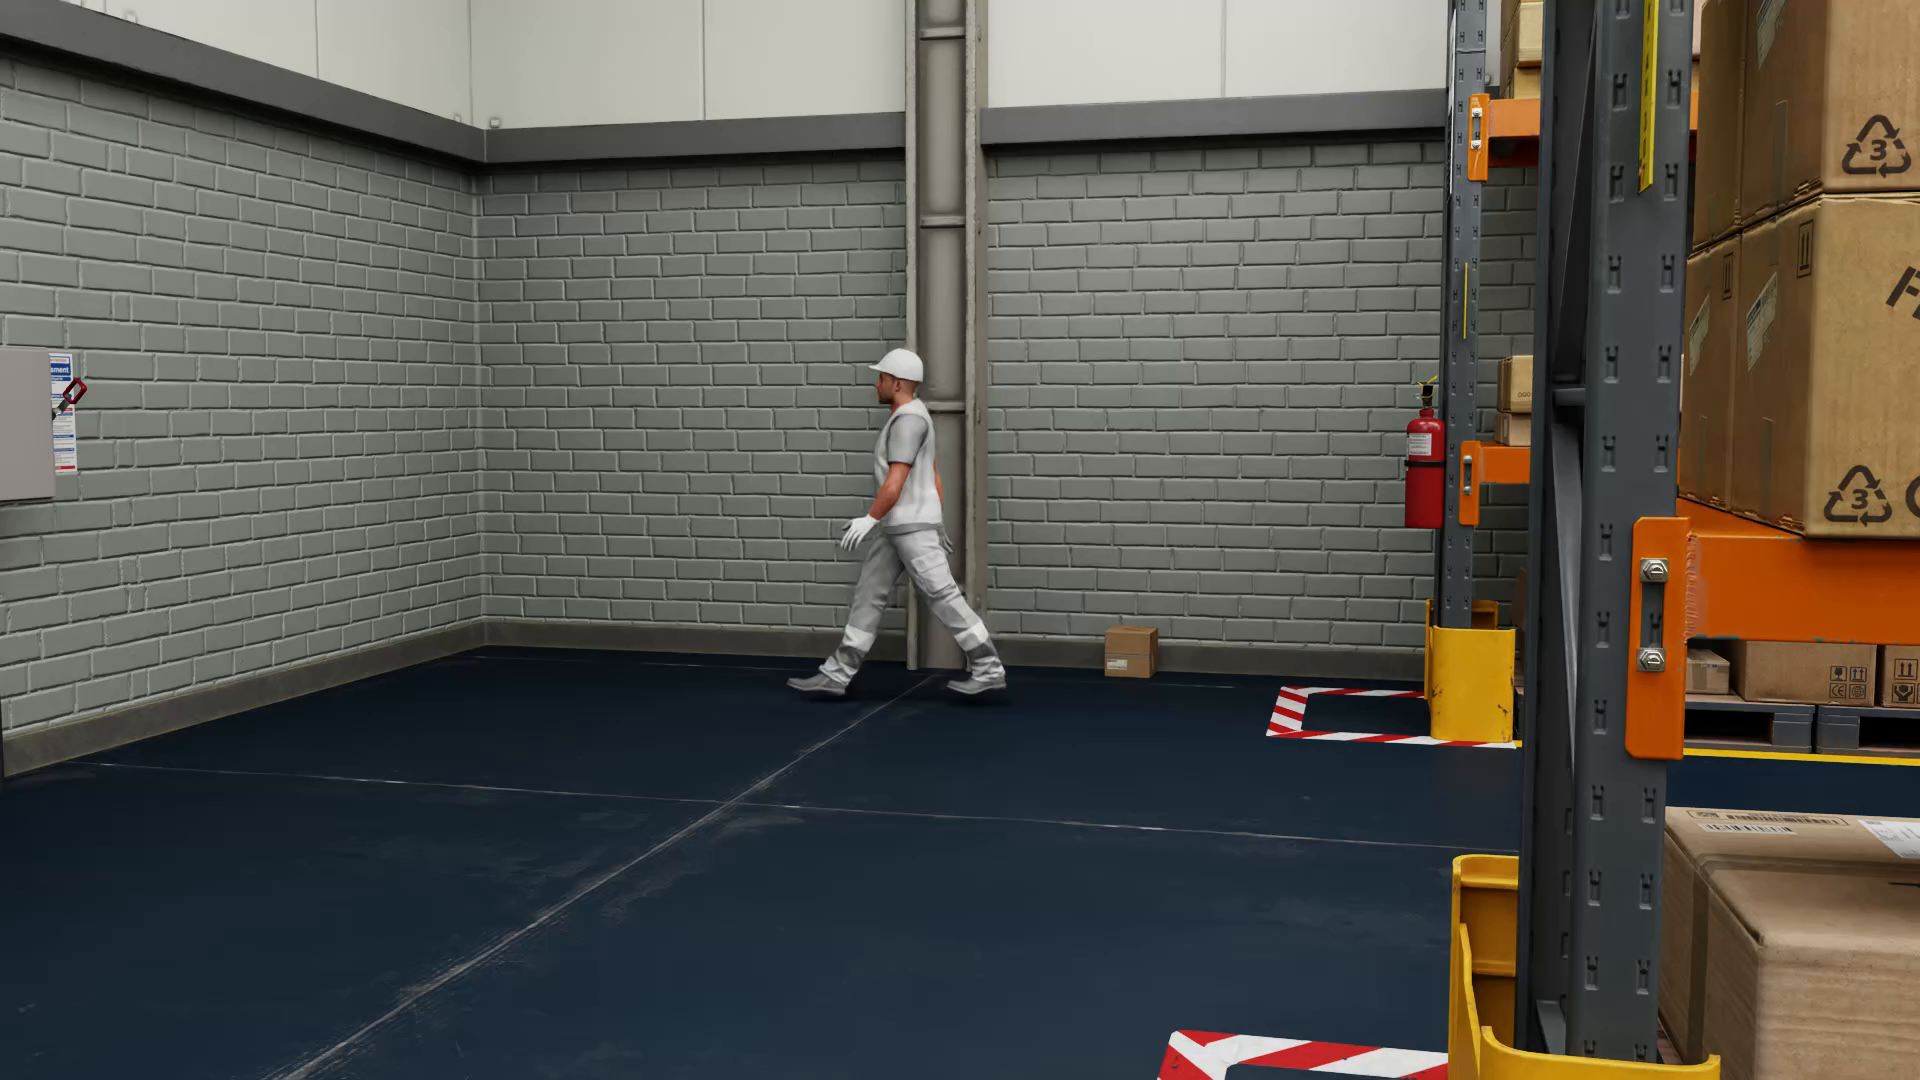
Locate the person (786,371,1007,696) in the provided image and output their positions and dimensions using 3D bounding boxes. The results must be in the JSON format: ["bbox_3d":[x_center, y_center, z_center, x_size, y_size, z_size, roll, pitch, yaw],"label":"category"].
[{"bbox_3d":[-0.318,-0.051,8.199,1.097,1.679,0.559,0,5,-3],"label":"person"}]
